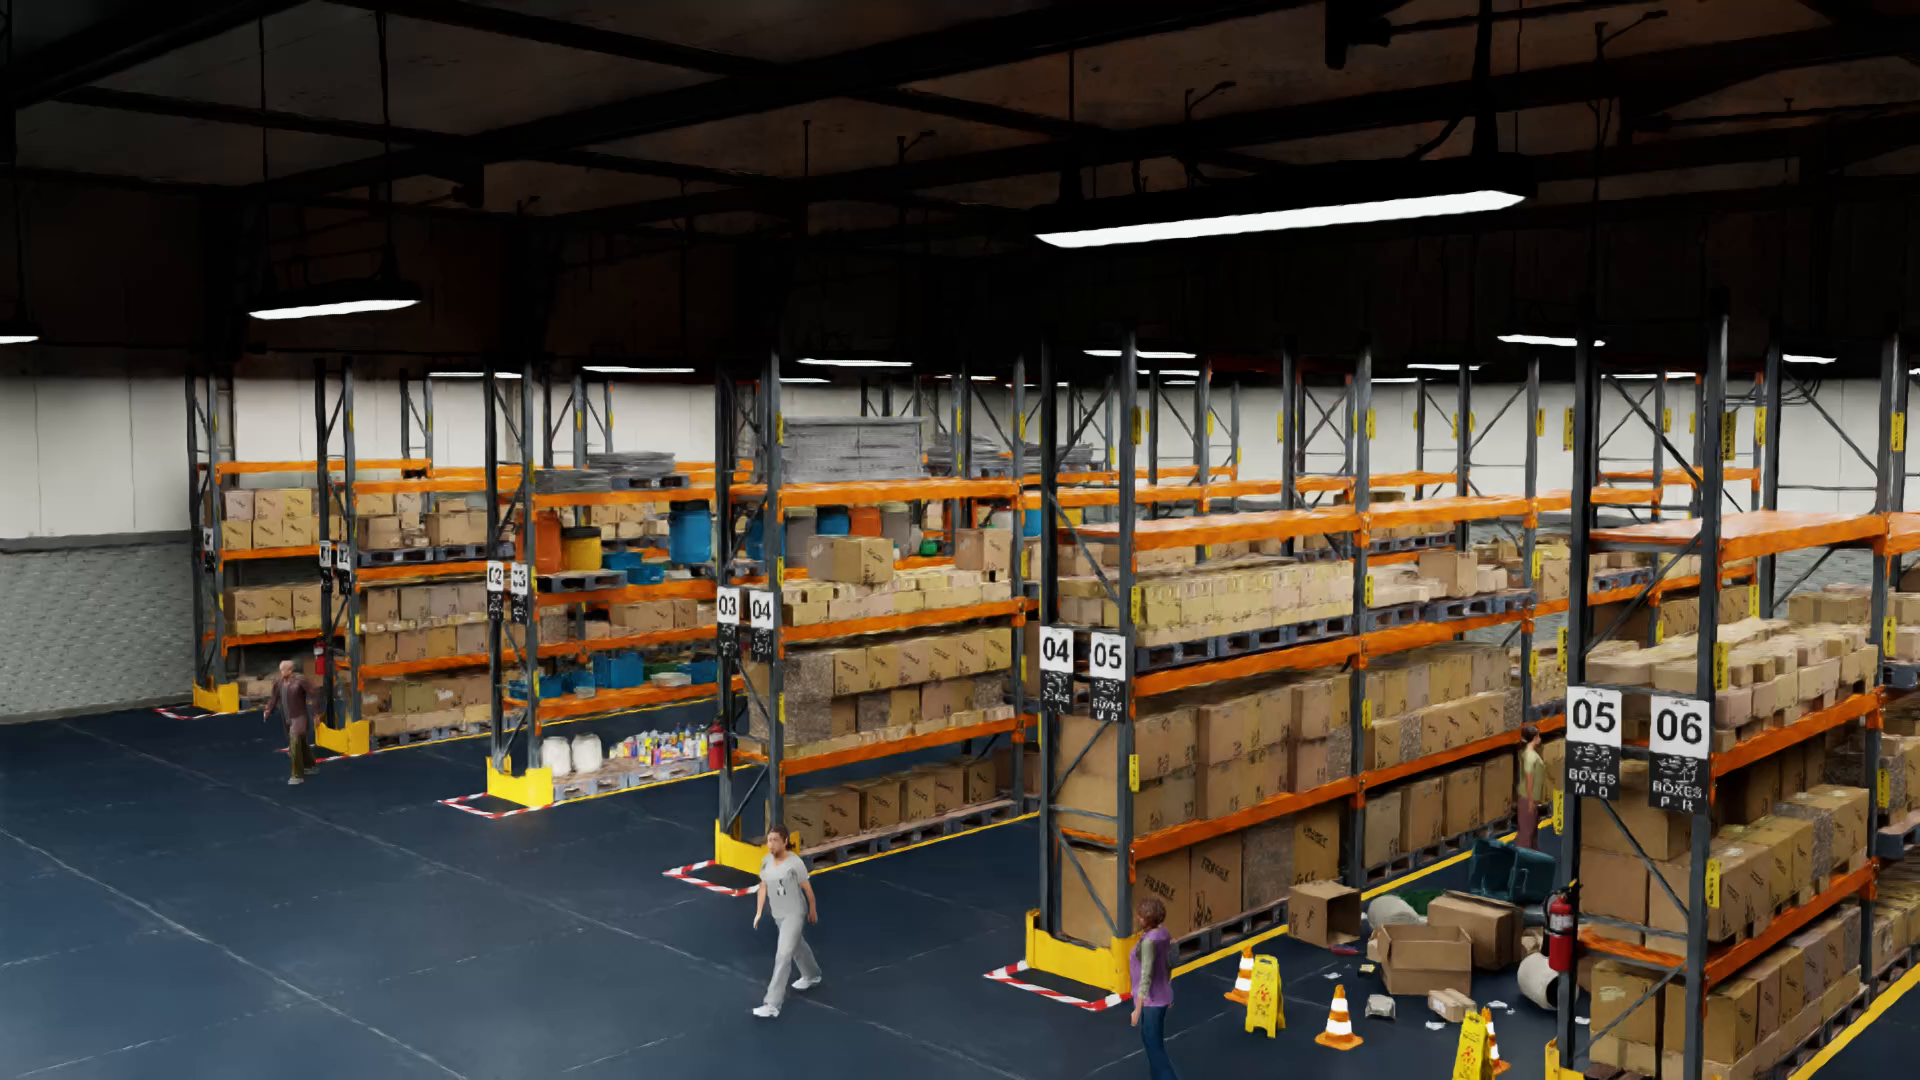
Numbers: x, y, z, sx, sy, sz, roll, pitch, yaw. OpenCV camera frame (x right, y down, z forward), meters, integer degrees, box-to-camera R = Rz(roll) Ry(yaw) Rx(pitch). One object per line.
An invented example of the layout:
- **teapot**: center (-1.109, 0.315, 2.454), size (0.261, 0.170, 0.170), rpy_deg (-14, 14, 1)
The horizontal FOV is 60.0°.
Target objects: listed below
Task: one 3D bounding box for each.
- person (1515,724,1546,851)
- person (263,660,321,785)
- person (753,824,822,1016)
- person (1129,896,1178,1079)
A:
- **person**: center (6.414, 2.891, 18.597), size (0.441, 1.675, 0.498), rpy_deg (1, 5, 14)
- **person**: center (-9.299, 2.512, 23.311), size (0.723, 1.713, 0.900), rpy_deg (2, 5, 27)
- **person**: center (-1.528, 3.245, 14.468), size (0.466, 1.588, 1.081), rpy_deg (3, 5, 34)
- **person**: center (1.451, 3.437, 12.256), size (0.456, 1.591, 0.603), rpy_deg (1, 5, 17)
